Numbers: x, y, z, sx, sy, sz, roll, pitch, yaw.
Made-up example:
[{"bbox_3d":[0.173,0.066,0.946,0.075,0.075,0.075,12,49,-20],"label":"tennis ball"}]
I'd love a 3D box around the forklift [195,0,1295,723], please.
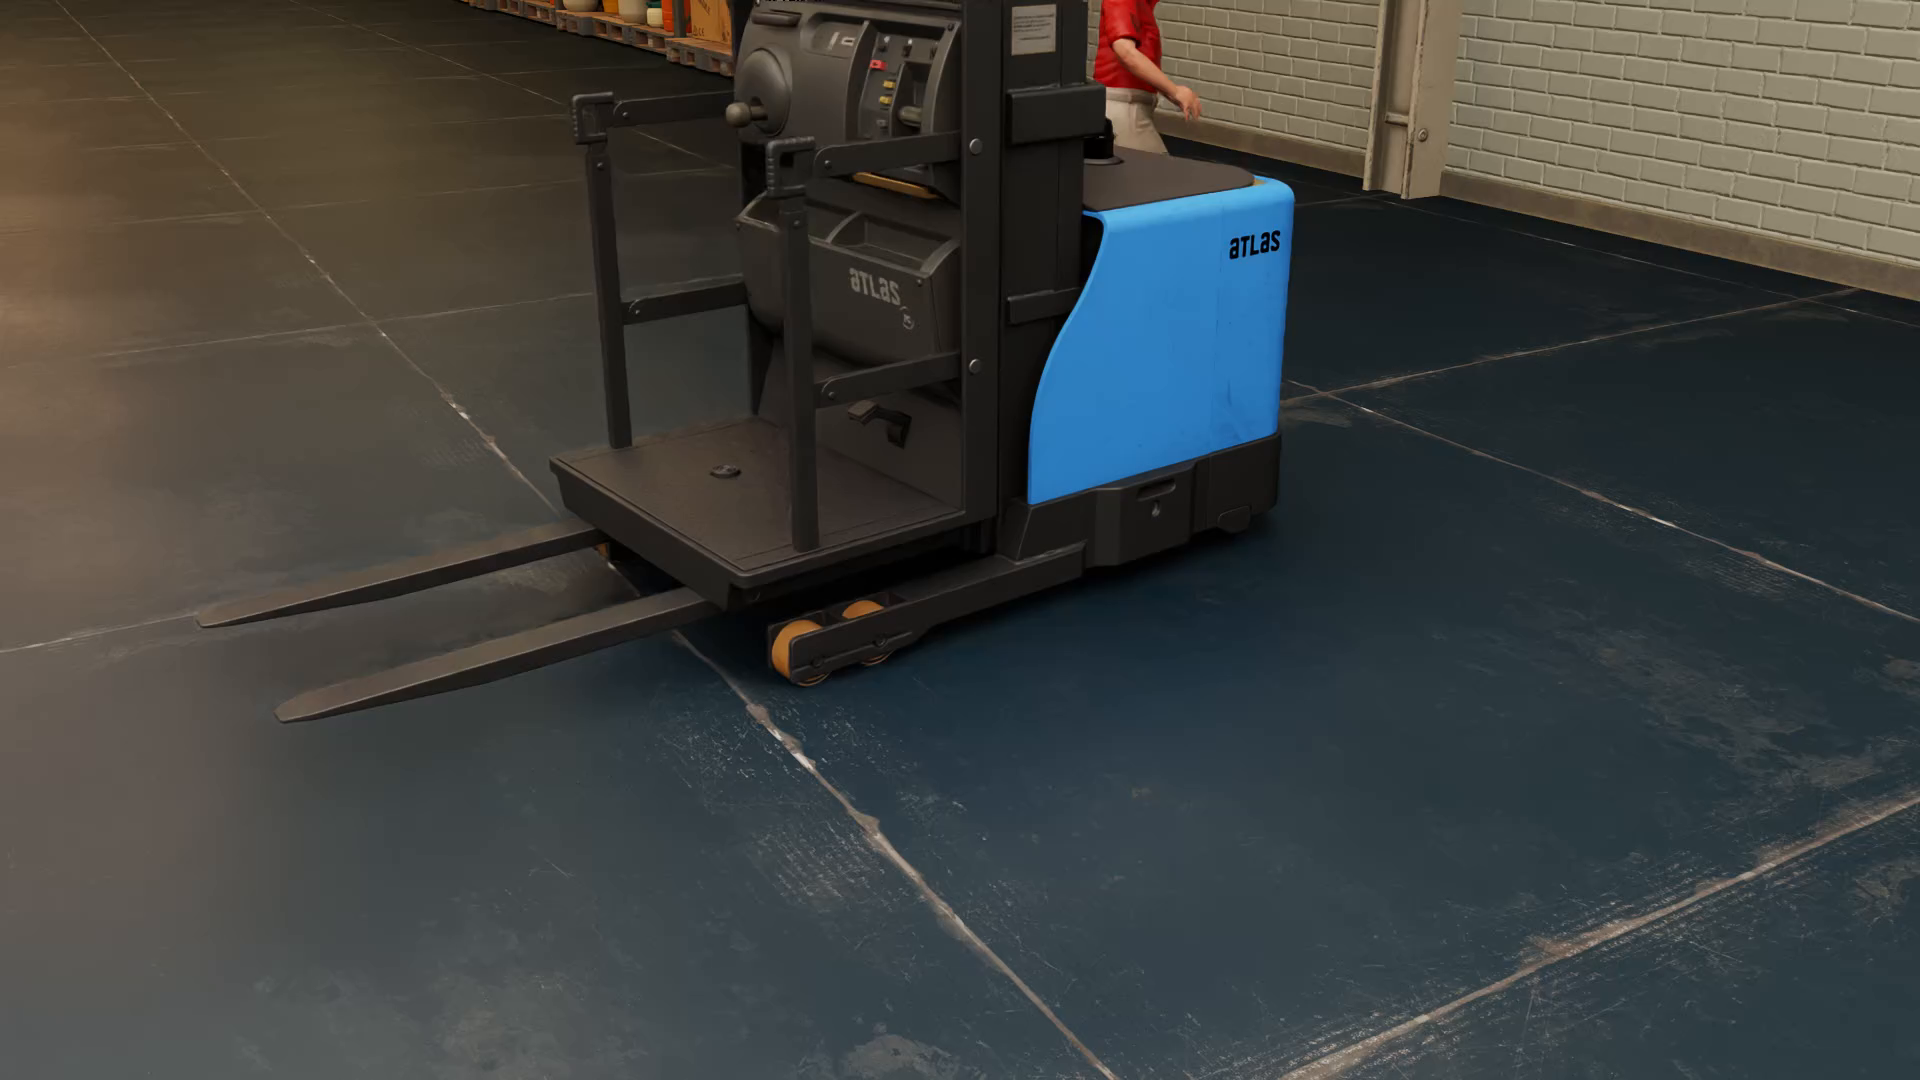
[{"bbox_3d":[-0.478,-1.210,4.223,3.031,2.935,1.130,-16,27,-35],"label":"forklift"}]

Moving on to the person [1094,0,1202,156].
[{"bbox_3d":[0.858,-1.915,7.656,0.604,1.684,0.775,-1,22,-3],"label":"person"}]
